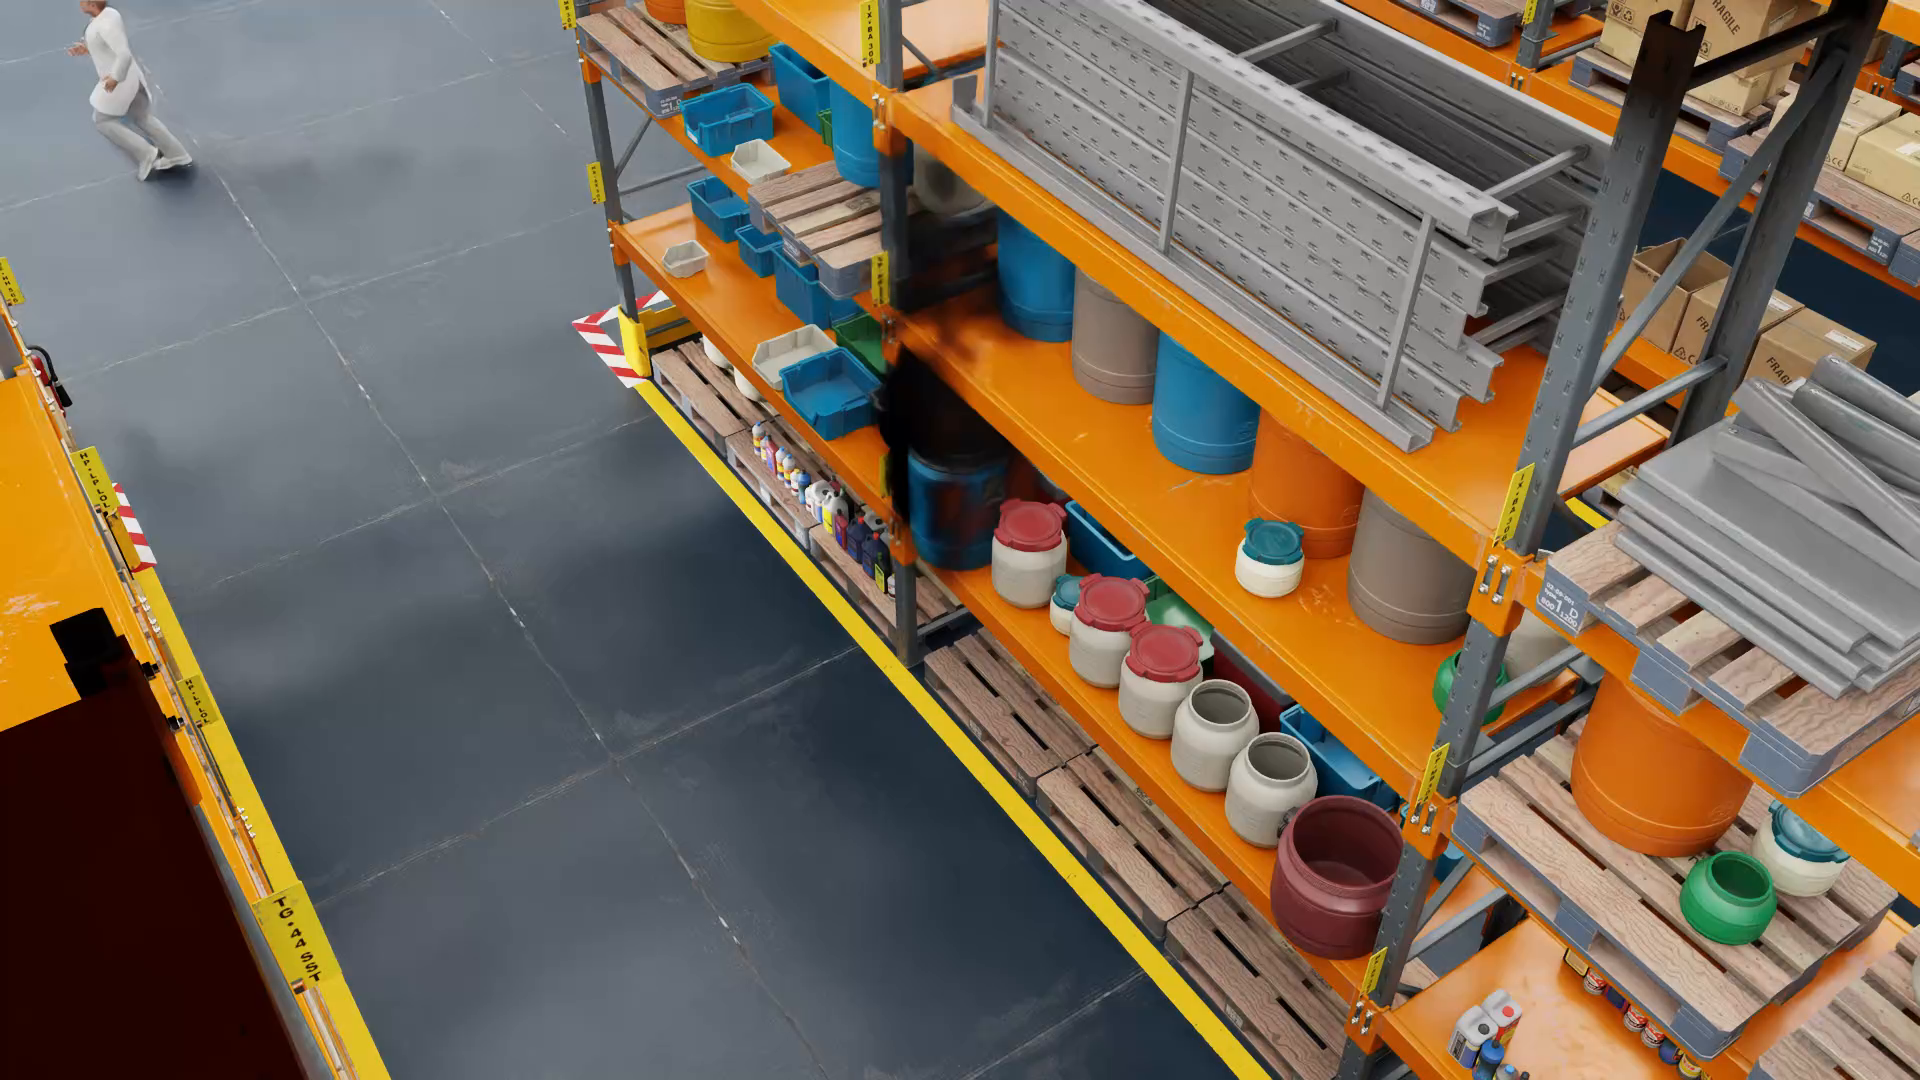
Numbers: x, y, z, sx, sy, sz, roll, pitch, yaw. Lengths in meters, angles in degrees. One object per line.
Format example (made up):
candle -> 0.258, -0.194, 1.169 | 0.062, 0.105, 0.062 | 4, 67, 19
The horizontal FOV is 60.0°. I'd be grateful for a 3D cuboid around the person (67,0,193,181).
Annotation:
person -> -7.534, -4.083, 14.907 | 0.775, 1.796, 0.681 | -5, 43, -5
